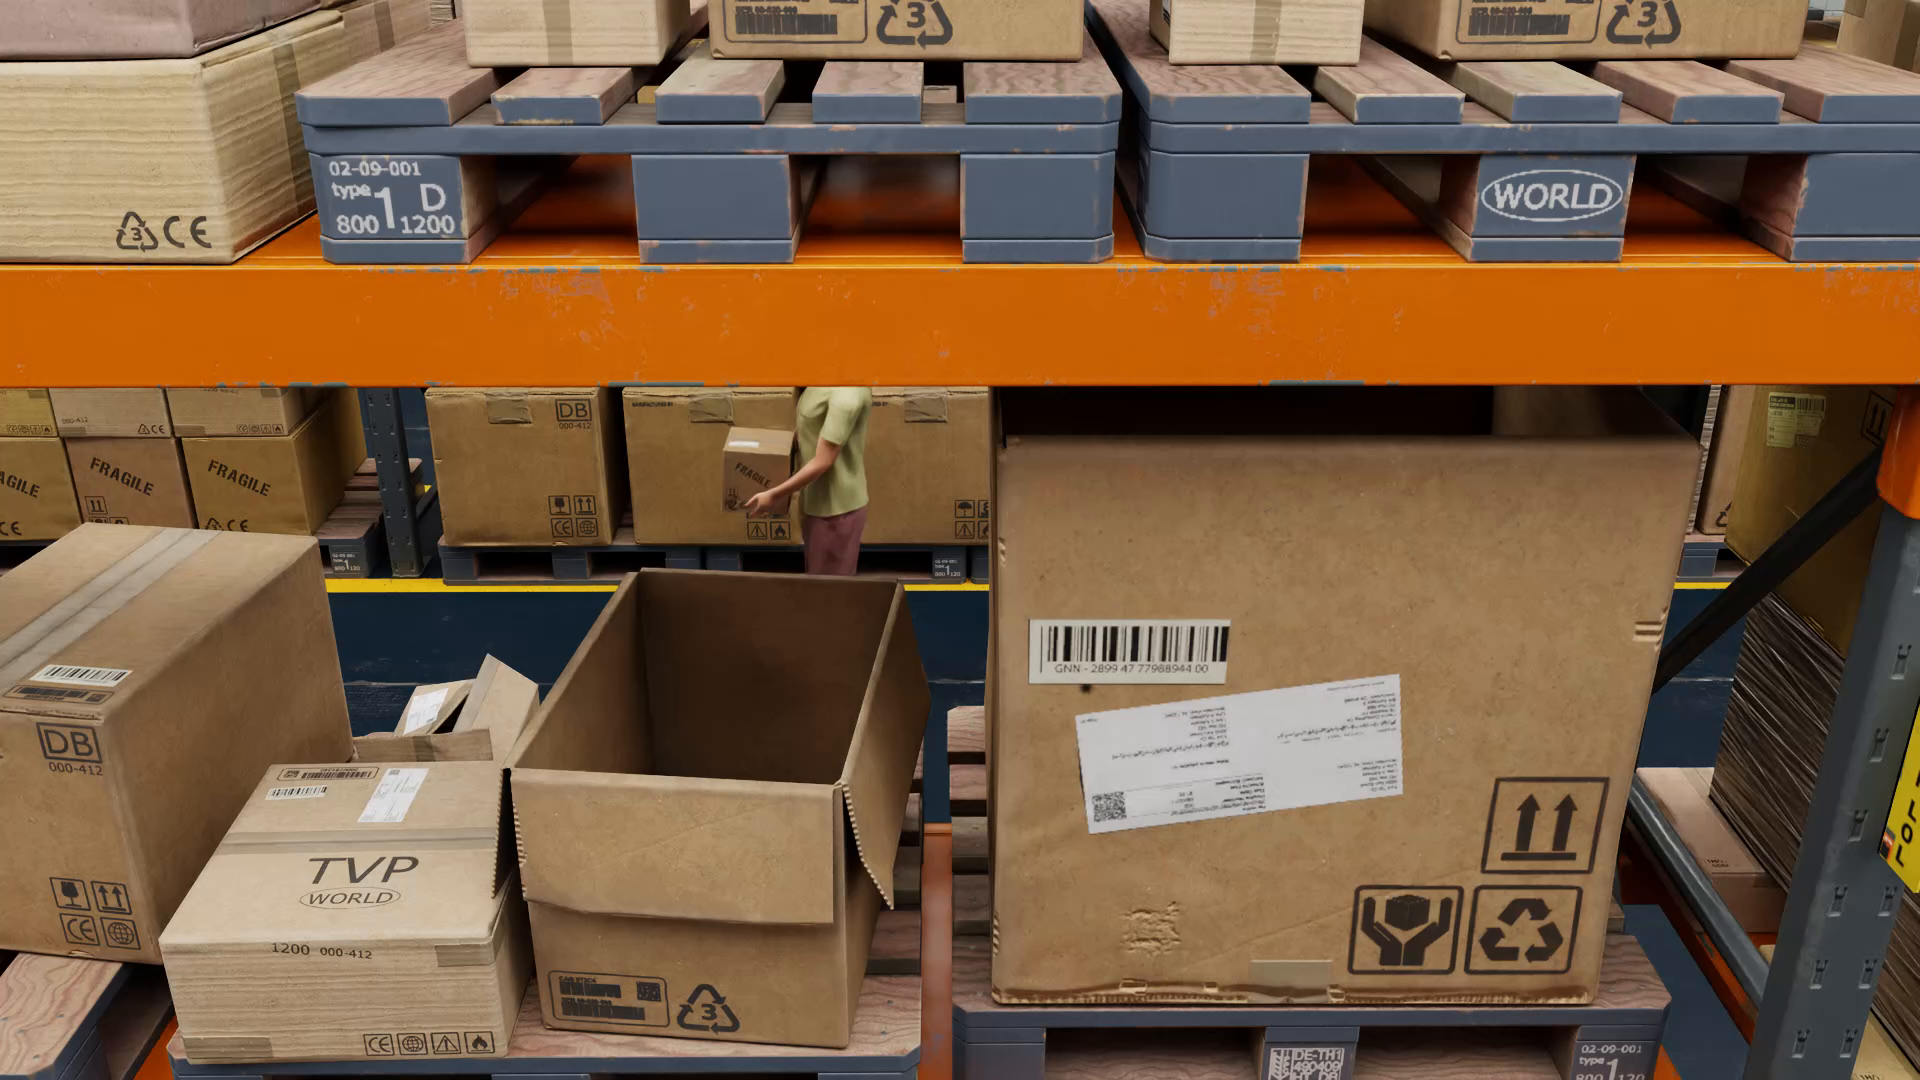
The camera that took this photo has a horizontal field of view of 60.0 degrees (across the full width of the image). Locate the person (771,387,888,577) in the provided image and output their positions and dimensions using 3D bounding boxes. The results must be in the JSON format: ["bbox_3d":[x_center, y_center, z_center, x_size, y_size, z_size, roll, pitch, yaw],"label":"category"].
[{"bbox_3d":[-0.543,-0.137,6.366,0.533,1.684,0.436,7,25,15],"label":"person"}]
